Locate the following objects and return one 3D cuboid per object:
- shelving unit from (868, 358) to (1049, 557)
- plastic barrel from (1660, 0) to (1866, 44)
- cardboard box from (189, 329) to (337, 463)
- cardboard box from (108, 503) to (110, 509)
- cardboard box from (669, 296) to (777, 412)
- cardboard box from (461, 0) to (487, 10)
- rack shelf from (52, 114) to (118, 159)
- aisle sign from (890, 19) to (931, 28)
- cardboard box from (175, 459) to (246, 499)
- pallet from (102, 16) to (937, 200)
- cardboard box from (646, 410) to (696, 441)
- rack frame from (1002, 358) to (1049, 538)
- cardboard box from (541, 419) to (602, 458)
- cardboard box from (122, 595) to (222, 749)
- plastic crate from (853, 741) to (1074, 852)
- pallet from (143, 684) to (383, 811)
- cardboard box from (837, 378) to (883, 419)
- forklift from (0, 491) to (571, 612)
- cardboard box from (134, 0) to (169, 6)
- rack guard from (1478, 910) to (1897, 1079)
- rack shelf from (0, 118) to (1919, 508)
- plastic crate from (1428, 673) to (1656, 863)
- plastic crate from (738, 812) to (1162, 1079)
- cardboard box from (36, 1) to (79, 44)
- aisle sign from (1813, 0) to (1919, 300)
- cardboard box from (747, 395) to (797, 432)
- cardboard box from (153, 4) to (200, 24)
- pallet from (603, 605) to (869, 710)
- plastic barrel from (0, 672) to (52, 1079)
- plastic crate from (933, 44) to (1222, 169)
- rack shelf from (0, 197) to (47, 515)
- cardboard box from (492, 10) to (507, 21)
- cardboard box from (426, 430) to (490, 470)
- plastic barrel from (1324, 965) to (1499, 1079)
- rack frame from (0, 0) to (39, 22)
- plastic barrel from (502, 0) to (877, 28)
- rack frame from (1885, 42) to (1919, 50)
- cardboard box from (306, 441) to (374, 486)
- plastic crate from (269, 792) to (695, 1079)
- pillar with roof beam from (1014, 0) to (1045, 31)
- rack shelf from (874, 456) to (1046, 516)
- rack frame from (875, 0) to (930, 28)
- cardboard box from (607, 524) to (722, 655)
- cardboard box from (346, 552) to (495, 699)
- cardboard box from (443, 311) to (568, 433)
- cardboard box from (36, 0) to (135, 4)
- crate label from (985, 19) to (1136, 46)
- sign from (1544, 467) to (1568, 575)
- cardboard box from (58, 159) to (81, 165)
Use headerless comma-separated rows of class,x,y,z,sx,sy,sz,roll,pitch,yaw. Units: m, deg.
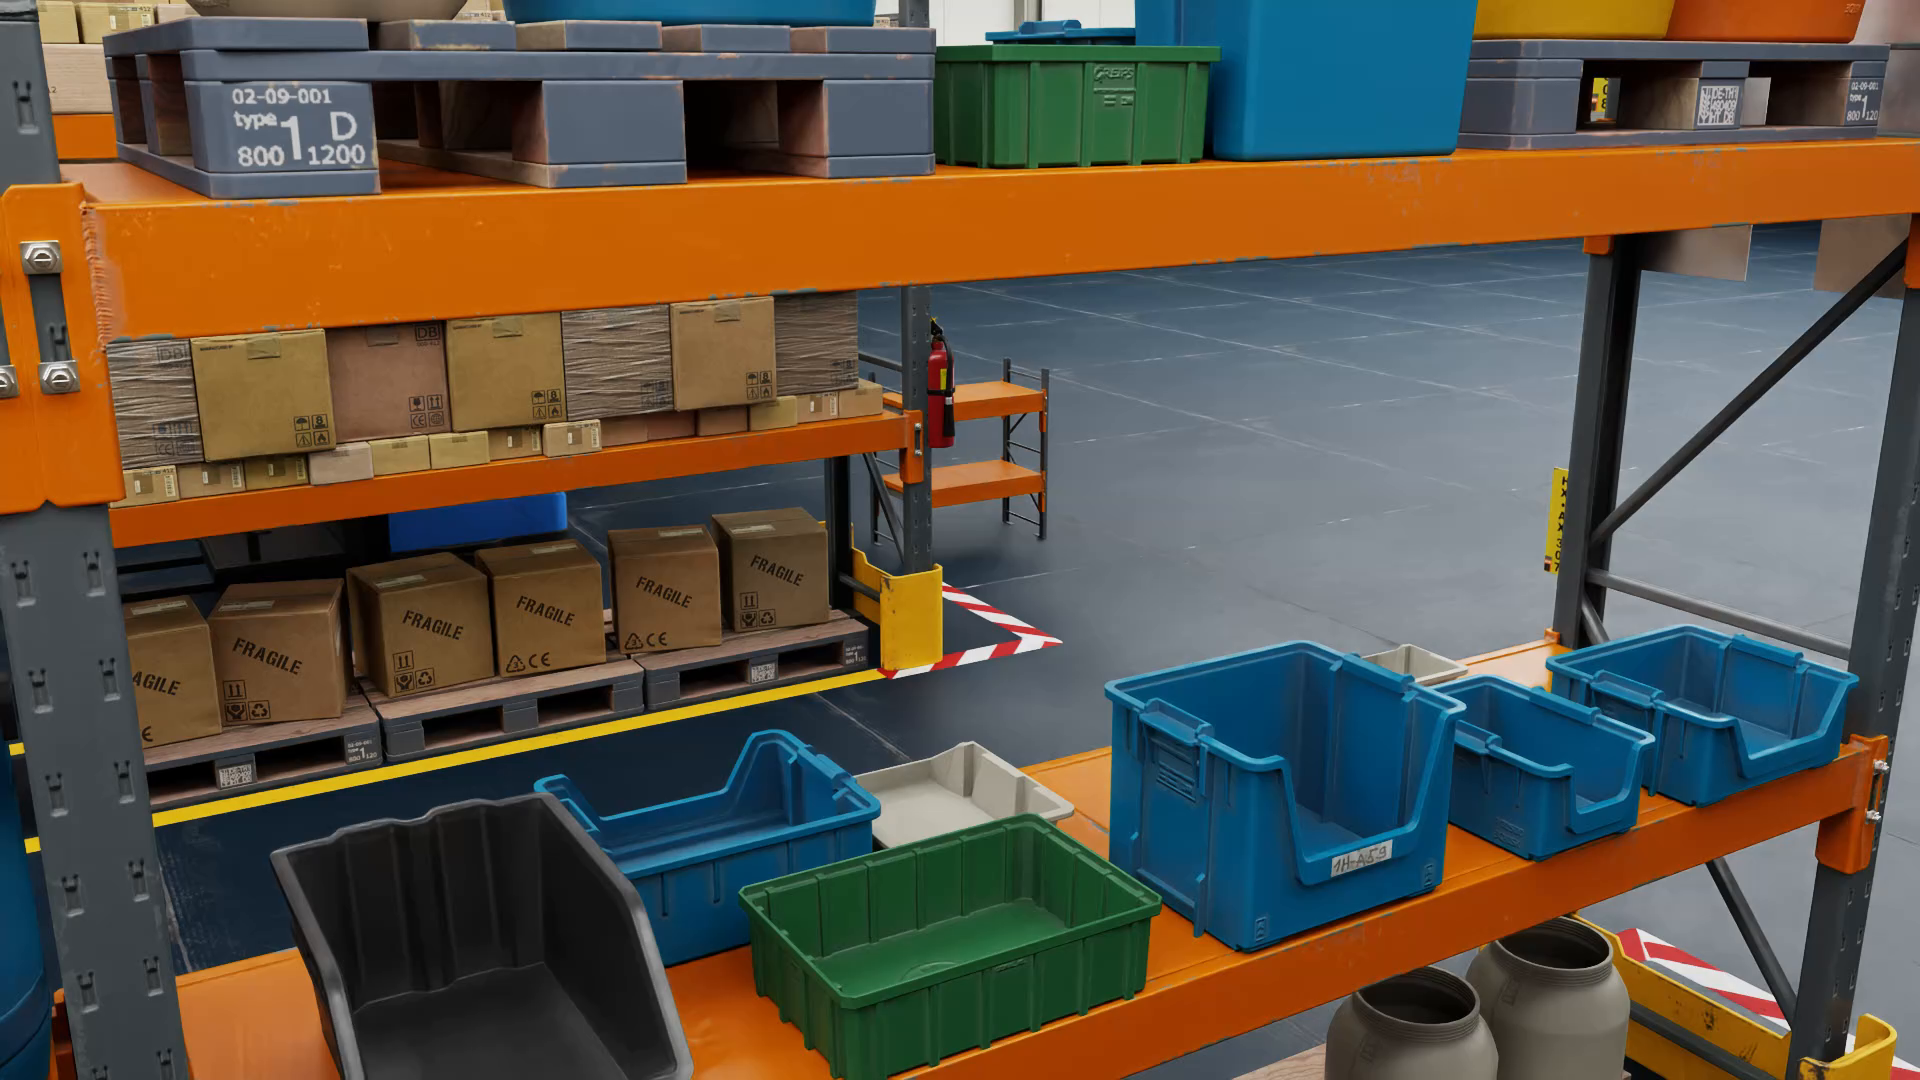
shelving unit,-0.006,-0.541,10.755,1.048,1.125,0.538,-9,18,-30
plastic barrel,1.750,-1.547,3.740,0.708,0.830,0.600,-9,18,-30
cardboard box,-3.015,-0.681,7.047,0.500,0.500,0.875,-9,18,-30
cardboard box,-3.540,-0.220,6.602,0.250,0.149,0.380,-9,18,-30
cardboard box,-1.303,-0.961,8.043,0.500,0.500,0.875,-9,18,-30
cardboard box,-3.623,-3.662,11.622,0.500,0.250,0.500,-9,18,-30
rack shelf,-2.164,-1.756,7.394,4.000,0.370,1.077,-9,18,-30
aisle sign,-0.242,-2.127,8.126,0.004,0.787,0.394,-9,18,-30
cardboard box,-3.119,-0.293,6.862,0.250,0.149,0.380,-9,18,-30
pallet,-0.760,-0.711,2.681,1.003,0.211,1.213,-9,18,-30
cardboard box,-1.448,-0.591,7.925,0.250,0.149,0.380,-9,18,-30
rack frame,0.430,-0.611,11.007,0.032,1.125,0.500,-9,18,-30
cardboard box,-1.820,-0.495,7.585,0.250,0.149,0.380,-9,18,-30
cardboard box,-3.515,0.575,7.156,0.500,0.500,0.500,-10,18,-31
plastic crate,-0.067,0.608,3.672,0.437,0.136,0.530,-9,18,-30
pallet,-3.321,0.861,7.448,1.213,0.211,1.003,-9,18,-30
cardboard box,-0.588,-0.728,8.416,0.250,0.149,0.380,-9,18,-30
forklift,-3.895,-1.101,9.407,3.031,2.935,1.130,-9,18,-28
cardboard box,-5.352,-3.381,10.622,0.500,0.250,0.500,-9,18,-30
rack guard,2.060,1.434,4.866,0.348,0.500,1.175,-9,18,-30
rack shelf,0.386,-0.610,3.306,4.000,0.370,1.077,-9,18,-30
plastic crate,1.266,0.509,3.813,0.408,0.251,0.499,-9,18,-30
plastic crate,-0.019,0.744,3.091,0.662,0.188,0.450,-9,18,-30
cardboard box,-3.442,-1.918,6.178,0.250,0.149,0.380,-10,18,-31
aisle sign,2.315,-0.984,4.045,0.004,0.787,0.394,-9,18,-30
cardboard box,-0.990,-0.647,8.126,0.250,0.149,0.380,-9,18,-30
cardboard box,-3.004,-2.004,6.484,0.250,0.149,0.380,-9,18,-29
pallet,-1.230,0.521,8.658,1.213,0.211,1.003,-9,18,-30
plastic barrel,-1.815,0.508,2.613,0.708,0.901,0.600,-9,18,-30
plastic crate,0.165,-0.733,2.803,0.450,0.188,0.336,-9,18,-30
rack shelf,-3.042,-0.054,1.322,4.000,0.370,1.077,-9,18,-30
cardboard box,-1.905,-2.183,7.123,0.250,0.149,0.380,-10,19,-33
cardboard box,-2.261,-0.431,7.357,0.250,0.149,0.380,-9,18,-30
plastic barrel,1.146,1.384,4.246,0.421,0.512,0.421,0,16,0
rack frame,-1.328,-2.123,1.812,0.127,3.000,1.000,-9,18,-30
plastic barrel,-0.420,-1.236,2.498,0.708,0.901,0.600,-9,18,-30
rack frame,2.101,-2.679,3.796,0.127,3.000,1.000,-9,18,-30
cardboard box,-2.674,-0.355,7.084,0.250,0.149,0.380,-9,18,-30
plastic crate,-0.814,0.752,2.785,0.504,0.338,0.767,-9,18,-30
pillar with roof beam,3.329,-8.050,22.954,0.400,9.000,9.100,-9,18,-30
rack shelf,-0.006,-0.305,10.821,1.000,0.278,0.538,-9,18,-30
rack frame,-0.450,-3.825,7.884,0.127,3.000,1.000,-9,18,-30
cardboard box,-1.489,0.239,8.354,0.500,0.500,0.500,-4,16,-15
cardboard box,-2.537,0.389,7.819,0.500,0.500,0.500,-11,19,-35
cardboard box,-2.188,-0.834,7.592,0.500,0.500,0.875,-9,18,-30
cardboard box,-3.624,-2.378,6.617,0.500,0.500,0.500,-10,18,-31
crate label,0.326,-0.980,3.565,0.408,0.251,0.502,-9,18,-30
sign,1.821,-0.052,5.024,0.005,0.325,0.100,-9,18,-30
cardboard box,-6.013,-2.178,10.842,0.550,0.550,0.875,-9,18,-30
